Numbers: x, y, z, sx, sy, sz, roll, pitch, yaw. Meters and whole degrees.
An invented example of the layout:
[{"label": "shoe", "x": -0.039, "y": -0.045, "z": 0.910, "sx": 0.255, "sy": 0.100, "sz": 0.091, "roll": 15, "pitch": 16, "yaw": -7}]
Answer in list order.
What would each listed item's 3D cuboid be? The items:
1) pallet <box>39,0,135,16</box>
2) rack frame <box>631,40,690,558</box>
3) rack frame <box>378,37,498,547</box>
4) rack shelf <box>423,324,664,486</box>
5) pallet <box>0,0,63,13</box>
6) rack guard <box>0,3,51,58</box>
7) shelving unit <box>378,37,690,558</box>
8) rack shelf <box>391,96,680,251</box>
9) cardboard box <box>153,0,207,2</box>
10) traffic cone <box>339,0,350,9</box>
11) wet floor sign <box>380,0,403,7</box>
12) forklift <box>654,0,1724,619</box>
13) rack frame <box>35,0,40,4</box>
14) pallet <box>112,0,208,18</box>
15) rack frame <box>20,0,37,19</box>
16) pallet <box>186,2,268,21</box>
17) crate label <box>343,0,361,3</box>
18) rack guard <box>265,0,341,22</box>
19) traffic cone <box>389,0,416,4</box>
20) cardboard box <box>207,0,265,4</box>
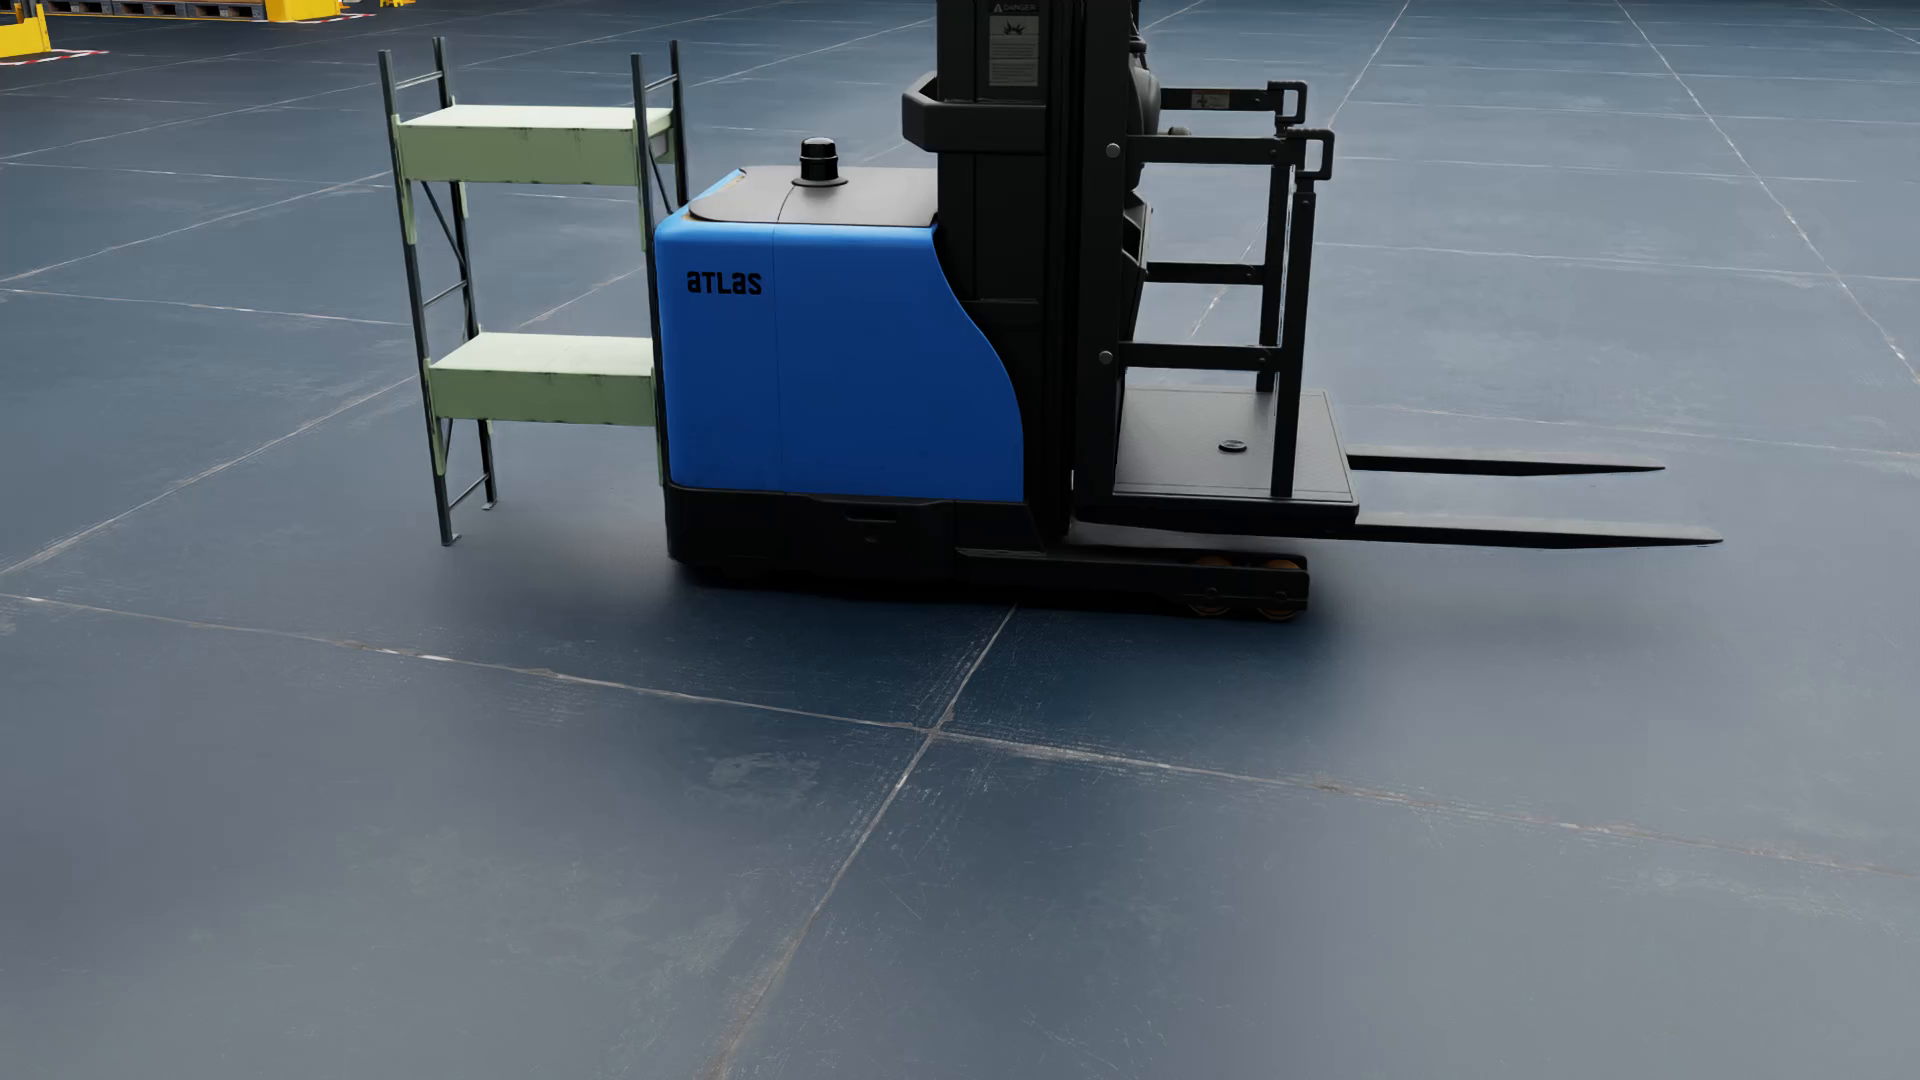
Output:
[{"label": "pallet", "x": -12.017, "y": -7.502, "z": 23.280, "sx": 1.213, "sy": 0.211, "sz": 1.003, "roll": 7, "pitch": 23, "yaw": 15}, {"label": "rack frame", "x": -0.866, "y": -0.714, "z": 5.031, "sx": 0.023, "sy": 1.500, "sz": 0.400, "roll": 3, "pitch": 22, "yaw": 7}, {"label": "rack frame", "x": -1.591, "y": -0.749, "z": 5.120, "sx": 0.023, "sy": 1.500, "sz": 0.400, "roll": 3, "pitch": 22, "yaw": 7}, {"label": "rack shelf", "x": -1.228, "y": -0.430, "z": 5.199, "sx": 0.720, "sy": 0.370, "sz": 0.431, "roll": 3, "pitch": 22, "yaw": 7}, {"label": "pallet", "x": -13.483, "y": -7.671, "z": 23.692, "sx": 1.213, "sy": 0.211, "sz": 1.003, "roll": 7, "pitch": 23, "yaw": 16}, {"label": "rack guard", "x": -10.495, "y": -5.526, "z": 18.083, "sx": 0.348, "sy": 0.500, "sz": 1.175, "roll": 7, "pitch": 23, "yaw": 16}, {"label": "shelving unit", "x": -1.229, "y": -0.732, "z": 5.075, "sx": 0.755, "sy": 1.500, "sz": 0.431, "roll": 3, "pitch": 22, "yaw": 7}, {"label": "rack shelf", "x": -1.229, "y": -1.093, "z": 4.927, "sx": 0.720, "sy": 0.370, "sz": 0.431, "roll": 3, "pitch": 22, "yaw": 7}, {"label": "cardboard box", "x": -10.404, "y": -7.822, "z": 22.634, "sx": 0.875, "sy": 0.875, "sz": 0.875, "roll": 6, "pitch": 23, "yaw": 15}, {"label": "traffic cone", "x": -8.991, "y": -7.865, "z": 23.835, "sx": 0.334, "sy": 0.463, "sz": 0.336, "roll": 7, "pitch": 23, "yaw": 16}, {"label": "wet floor sign", "x": -8.293, "y": -8.092, "z": 24.147, "sx": 0.232, "sy": 0.644, "sz": 0.267, "roll": 3, "pitch": 22, "yaw": 6}, {"label": "forklift", "x": 0.690, "y": -1.345, "z": 4.687, "sx": 3.031, "sy": 2.935, "sz": 1.130, "roll": 3, "pitch": 22, "yaw": 6}, {"label": "rack frame", "x": -12.722, "y": -8.904, "z": 23.023, "sx": 0.127, "sy": 3.000, "sz": 1.000, "roll": 7, "pitch": 23, "yaw": 16}, {"label": "pallet", "x": -10.845, "y": -7.369, "z": 22.956, "sx": 1.213, "sy": 0.211, "sz": 1.003, "roll": 7, "pitch": 23, "yaw": 15}, {"label": "rack frame", "x": -10.422, "y": -6.674, "z": 17.588, "sx": 0.127, "sy": 3.000, "sz": 1.000, "roll": 7, "pitch": 23, "yaw": 16}, {"label": "pallet", "x": -9.681, "y": -7.234, "z": 22.628, "sx": 1.213, "sy": 0.211, "sz": 1.003, "roll": 7, "pitch": 23, "yaw": 15}, {"label": "crate label", "x": -9.109, "y": -8.152, "z": 24.962, "sx": 0.298, "sy": 0.136, "sz": 0.250, "roll": -5, "pitch": 23, "yaw": -12}, {"label": "rack guard", "x": -8.870, "y": -7.306, "z": 22.422, "sx": 0.348, "sy": 0.500, "sz": 1.175, "roll": 7, "pitch": 23, "yaw": 16}, {"label": "traffic cone", "x": -8.339, "y": -8.239, "z": 24.745, "sx": 0.334, "sy": 0.463, "sz": 0.336, "roll": 7, "pitch": 23, "yaw": 16}, {"label": "cardboard box", "x": -9.561, "y": -7.727, "z": 22.400, "sx": 0.875, "sy": 0.875, "sz": 0.875, "roll": 7, "pitch": 23, "yaw": 16}]
